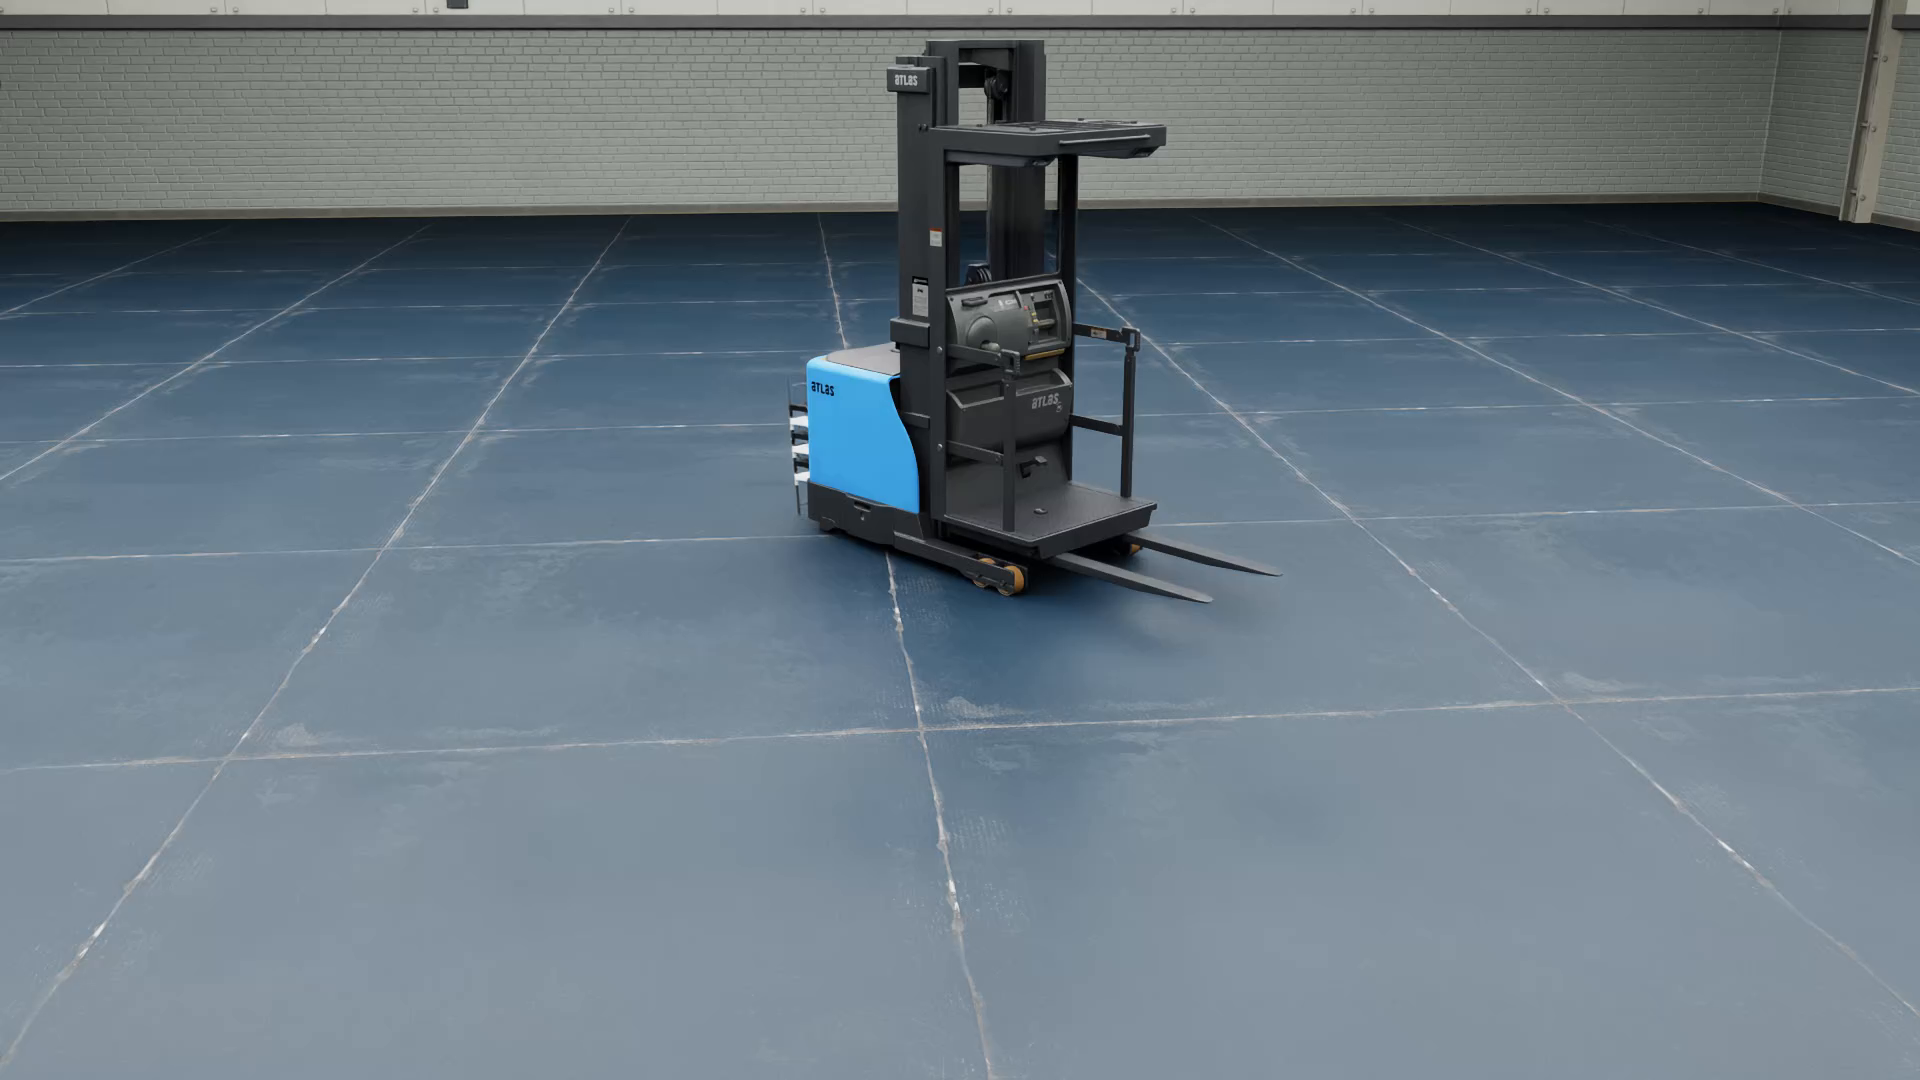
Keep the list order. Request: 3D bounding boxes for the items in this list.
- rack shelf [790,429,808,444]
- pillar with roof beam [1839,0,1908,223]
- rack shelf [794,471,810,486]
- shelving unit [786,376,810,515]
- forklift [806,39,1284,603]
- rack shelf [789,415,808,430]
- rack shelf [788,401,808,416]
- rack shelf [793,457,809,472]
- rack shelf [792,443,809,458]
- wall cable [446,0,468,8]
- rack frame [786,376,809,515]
[{"bbox_3d":[-0.912,-0.659,10.563,0.258,0.077,0.200,-16,19,-42],"label":"rack shelf"},{"bbox_3d":[9.787,-9.170,24.361,9.100,9.000,0.400,-2,18,-6],"label":"pillar with roof beam"},{"bbox_3d":[-0.897,-0.398,10.628,0.258,0.077,0.200,-16,19,-42],"label":"rack shelf"},{"bbox_3d":[-0.909,-0.605,10.576,0.258,0.900,0.210,-16,19,-42],"label":"shelving unit"},{"bbox_3d":[0.436,-1.264,9.310,1.130,2.935,3.031,-16,24,-42],"label":"forklift"},{"bbox_3d":[-0.917,-0.747,10.541,0.258,0.077,0.200,-16,19,-42],"label":"rack shelf"},{"bbox_3d":[-0.922,-0.834,10.519,0.258,0.077,0.200,-16,19,-42],"label":"rack shelf"},{"bbox_3d":[-0.902,-0.485,10.607,0.258,0.077,0.200,-16,19,-42],"label":"rack shelf"},{"bbox_3d":[-0.907,-0.572,10.585,0.258,0.077,0.200,-16,19,-42],"label":"rack shelf"},{"bbox_3d":[-6.807,-11.159,25.021,2.305,6.003,0.169,-2,18,-6],"label":"wall cable"},{"bbox_3d":[-0.980,-0.618,10.648,0.240,0.900,0.006,-16,19,-42],"label":"rack frame"}]
